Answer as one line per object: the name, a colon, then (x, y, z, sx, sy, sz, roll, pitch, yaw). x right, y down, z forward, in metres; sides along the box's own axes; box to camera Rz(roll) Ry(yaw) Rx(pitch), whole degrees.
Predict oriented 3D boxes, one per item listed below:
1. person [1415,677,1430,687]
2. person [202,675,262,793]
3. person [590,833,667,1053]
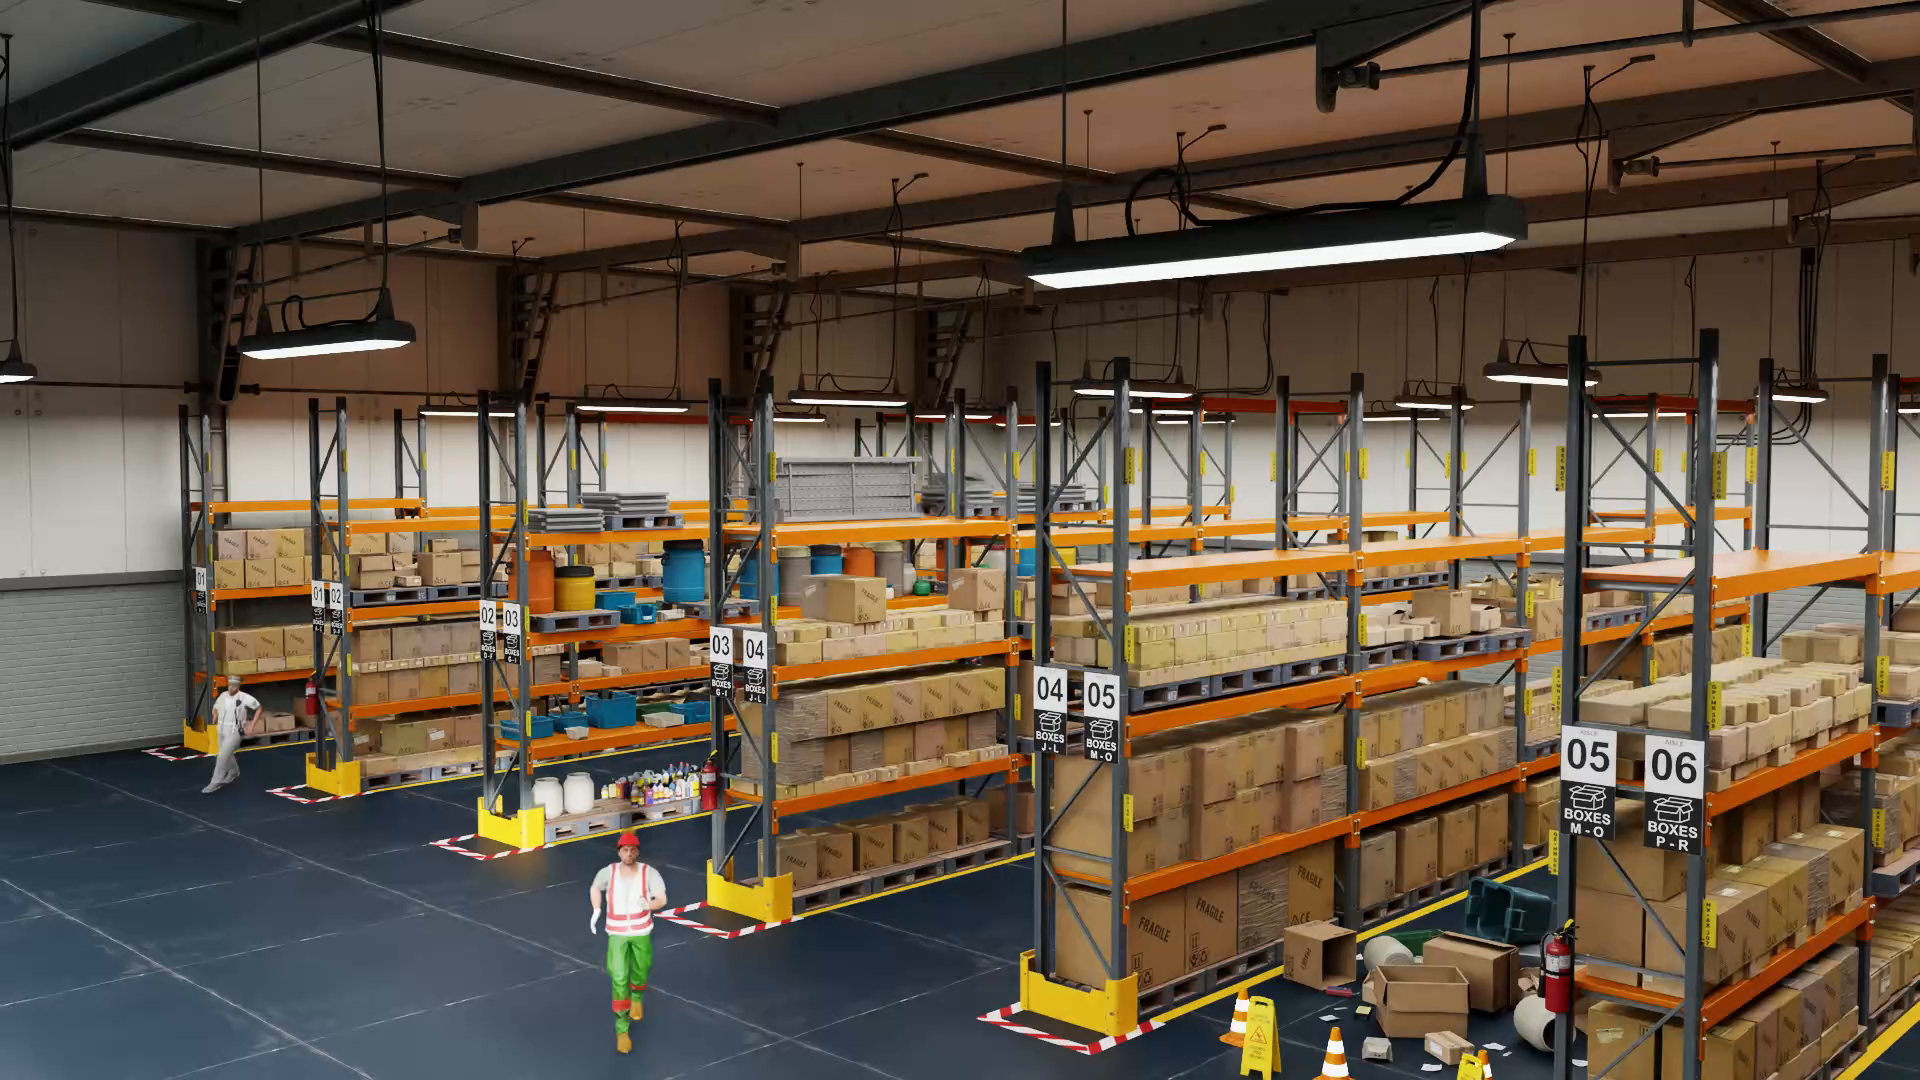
person: (6.933, 2.942, 25.130, 0.641, 1.743, 0.649, 2, 4, 34)
person: (-11.160, 2.920, 25.359, 0.732, 1.732, 0.965, 1, 3, 18)
person: (-2.911, 3.464, 14.629, 0.658, 1.785, 0.983, -1, 3, -14)
